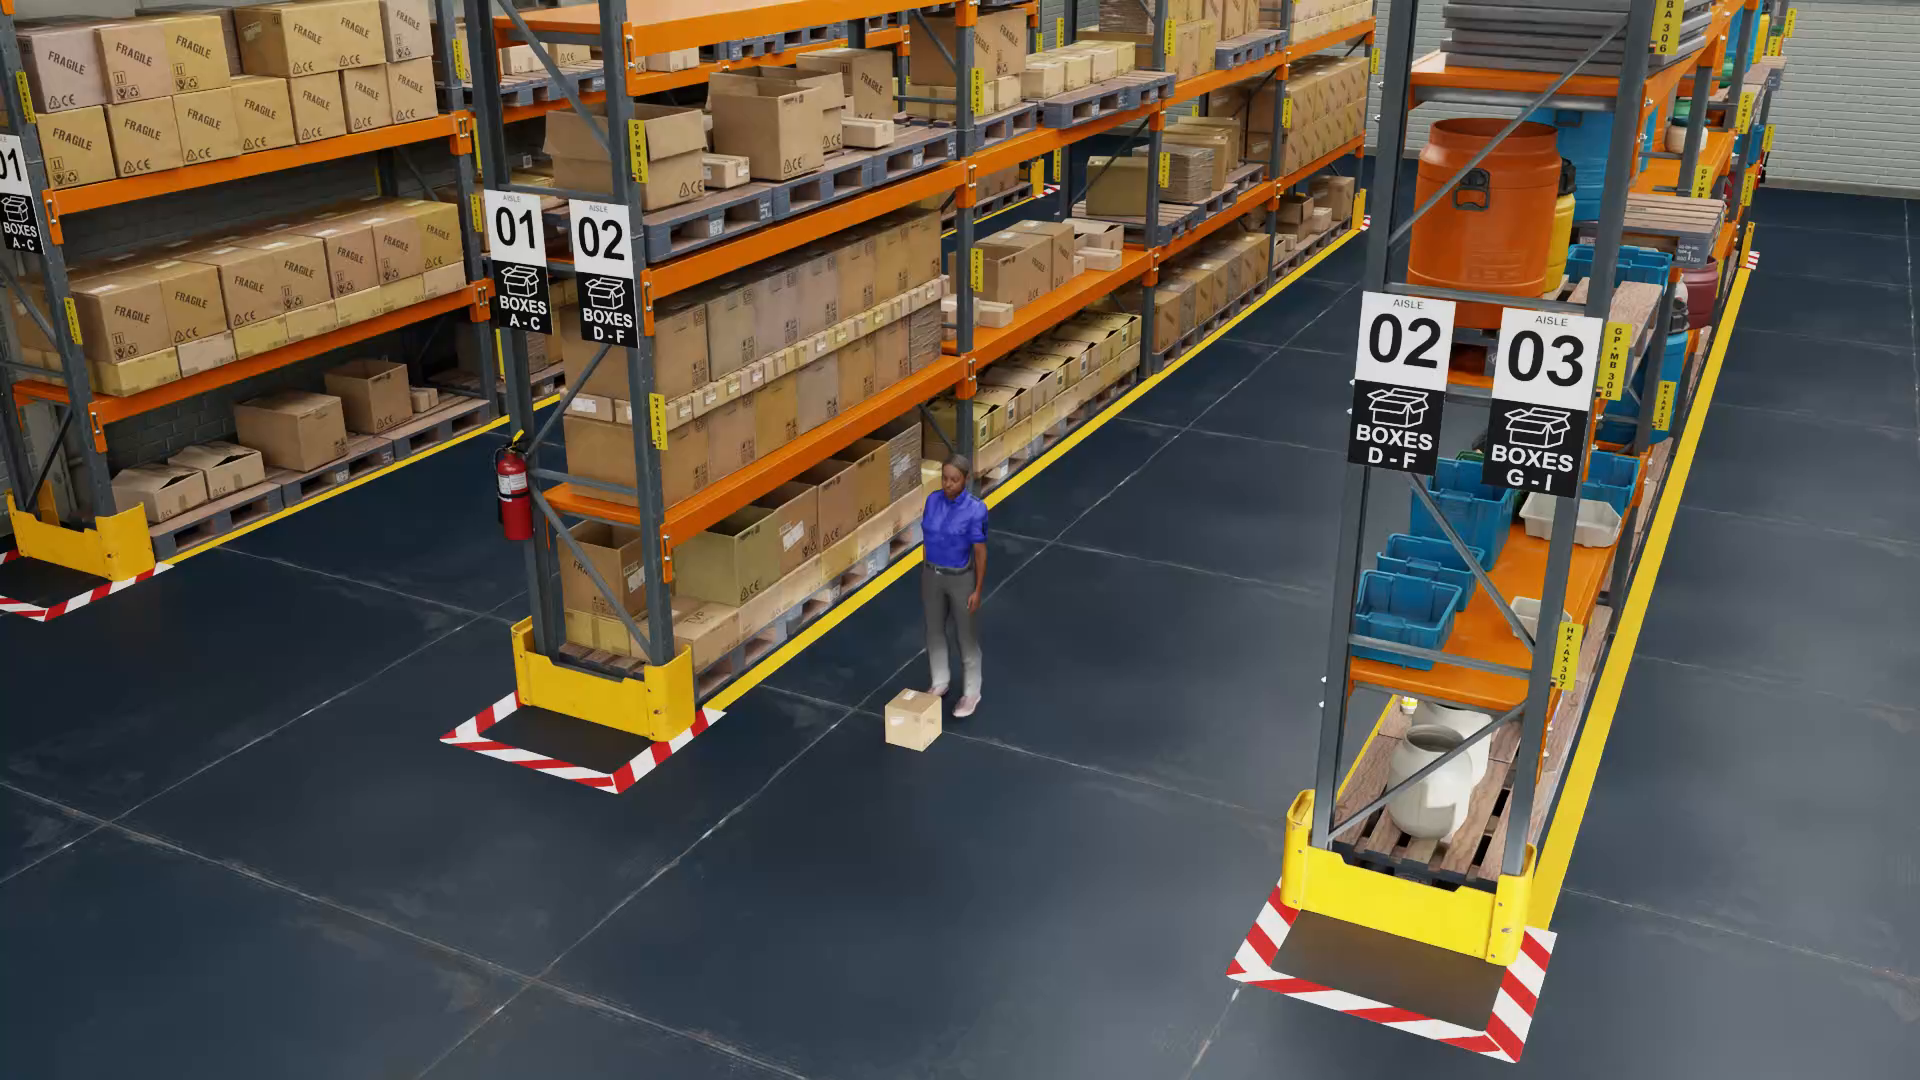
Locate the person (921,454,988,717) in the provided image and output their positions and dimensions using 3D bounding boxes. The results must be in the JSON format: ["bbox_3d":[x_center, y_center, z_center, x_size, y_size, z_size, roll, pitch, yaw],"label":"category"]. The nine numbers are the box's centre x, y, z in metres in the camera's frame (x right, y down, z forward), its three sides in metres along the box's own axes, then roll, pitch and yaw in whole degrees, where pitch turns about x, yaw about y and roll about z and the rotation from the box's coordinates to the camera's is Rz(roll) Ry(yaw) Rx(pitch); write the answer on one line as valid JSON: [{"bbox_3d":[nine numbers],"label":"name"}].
[{"bbox_3d":[-0.039,0.272,10.113,0.436,1.643,0.304,12,26,26],"label":"person"}]
